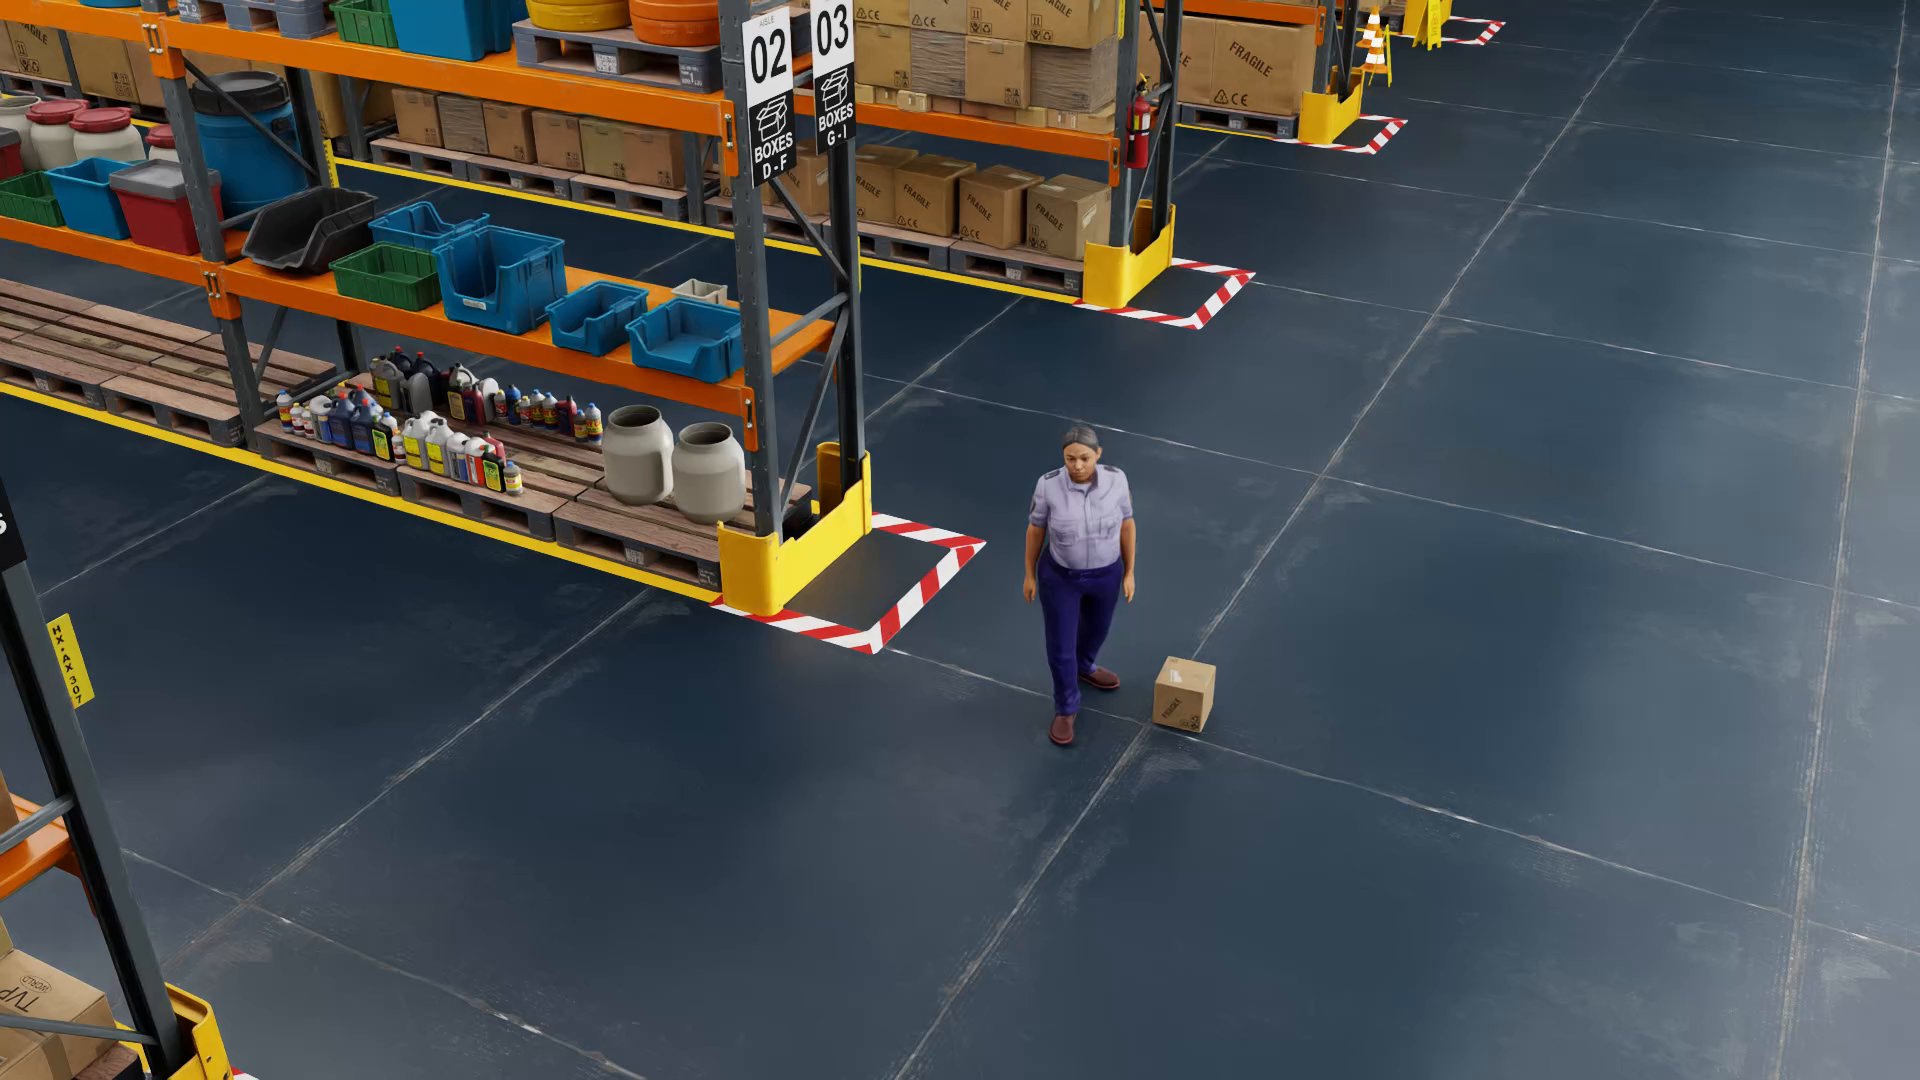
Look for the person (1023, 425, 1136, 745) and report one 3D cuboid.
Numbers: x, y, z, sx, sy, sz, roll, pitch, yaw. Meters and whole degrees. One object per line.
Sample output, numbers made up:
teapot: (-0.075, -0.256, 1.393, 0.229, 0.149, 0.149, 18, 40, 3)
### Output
person: (0.577, 0.152, 8.049, 0.554, 1.636, 0.598, -5, 31, -9)
